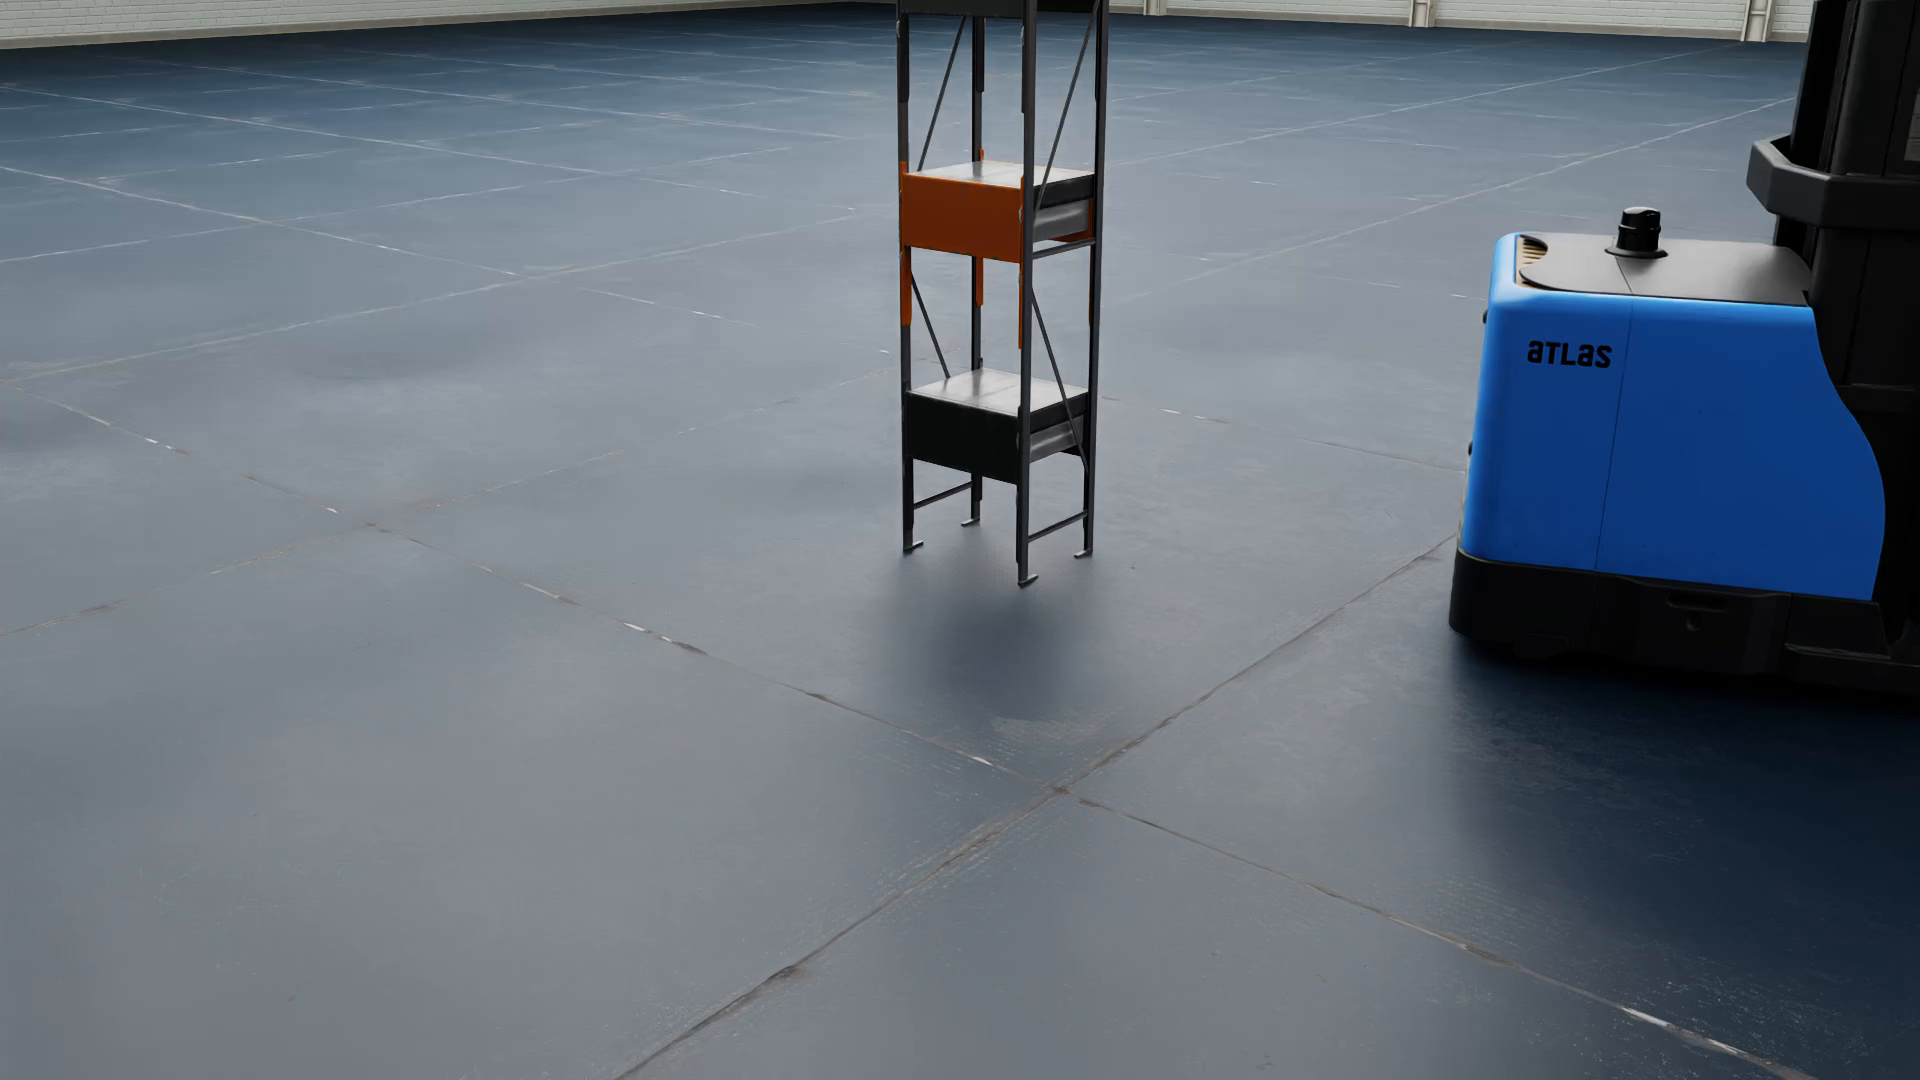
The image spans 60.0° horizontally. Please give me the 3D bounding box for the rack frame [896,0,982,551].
[{"bbox_3d":[-0.061,-1.000,5.400,0.015,2.100,0.400,16,26,36],"label":"rack frame"}]

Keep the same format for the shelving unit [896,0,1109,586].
[{"bbox_3d":[0.128,-0.946,5.256,0.503,2.100,0.431,16,26,36],"label":"shelving unit"}]

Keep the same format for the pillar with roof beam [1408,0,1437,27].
[{"bbox_3d":[6.053,-12.799,26.910,0.400,9.000,9.100,16,26,36],"label":"pillar with roof beam"}]

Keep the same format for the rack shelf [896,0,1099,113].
[{"bbox_3d":[0.128,-1.588,5.013,0.480,0.518,0.431,16,26,36],"label":"rack shelf"}]

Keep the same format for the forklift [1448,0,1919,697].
[{"bbox_3d":[3.004,-1.040,4.329,3.031,2.935,1.130,6,22,17],"label":"forklift"}]

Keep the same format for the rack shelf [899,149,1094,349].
[{"bbox_3d":[0.128,-0.933,5.260,0.480,0.518,0.431,16,26,36],"label":"rack shelf"}]

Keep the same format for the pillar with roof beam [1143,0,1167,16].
[{"bbox_3d":[1.404,-14.137,30.460,0.400,9.000,9.100,16,26,36],"label":"pillar with roof beam"}]

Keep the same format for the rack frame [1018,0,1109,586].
[{"bbox_3d":[0.317,-0.891,5.111,0.015,2.100,0.400,16,26,36],"label":"rack frame"}]

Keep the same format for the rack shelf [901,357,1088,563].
[{"bbox_3d":[0.128,-0.278,5.507,0.480,0.518,0.431,16,26,36],"label":"rack shelf"}]

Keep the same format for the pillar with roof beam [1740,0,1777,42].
[{"bbox_3d":[10.701,-11.460,23.360,0.400,9.000,9.100,16,26,36],"label":"pillar with roof beam"}]
